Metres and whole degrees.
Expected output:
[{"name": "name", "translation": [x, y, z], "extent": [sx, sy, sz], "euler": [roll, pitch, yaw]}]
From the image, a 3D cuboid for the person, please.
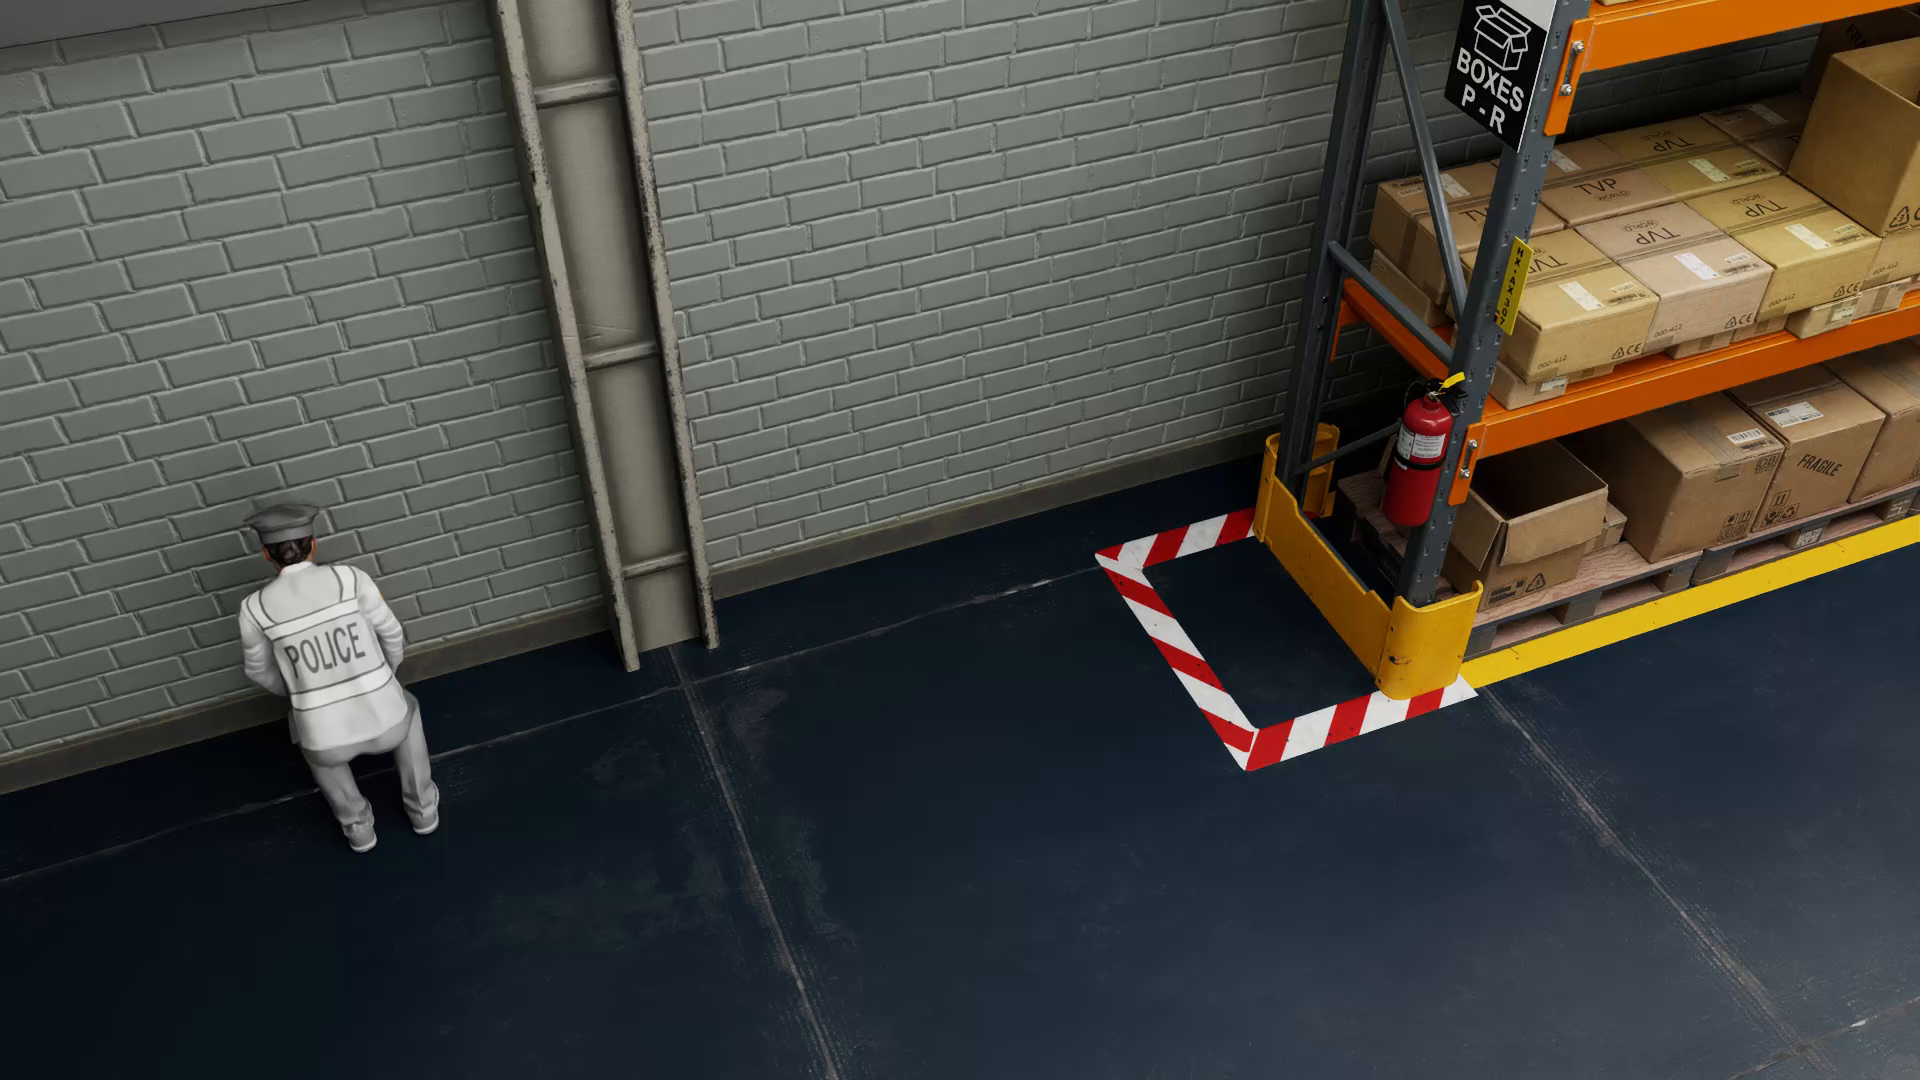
[{"name": "person", "translation": [-2.194, 0.519, 5.845], "extent": [0.534, 1.322, 0.737], "euler": [-15, 44, -16]}]
